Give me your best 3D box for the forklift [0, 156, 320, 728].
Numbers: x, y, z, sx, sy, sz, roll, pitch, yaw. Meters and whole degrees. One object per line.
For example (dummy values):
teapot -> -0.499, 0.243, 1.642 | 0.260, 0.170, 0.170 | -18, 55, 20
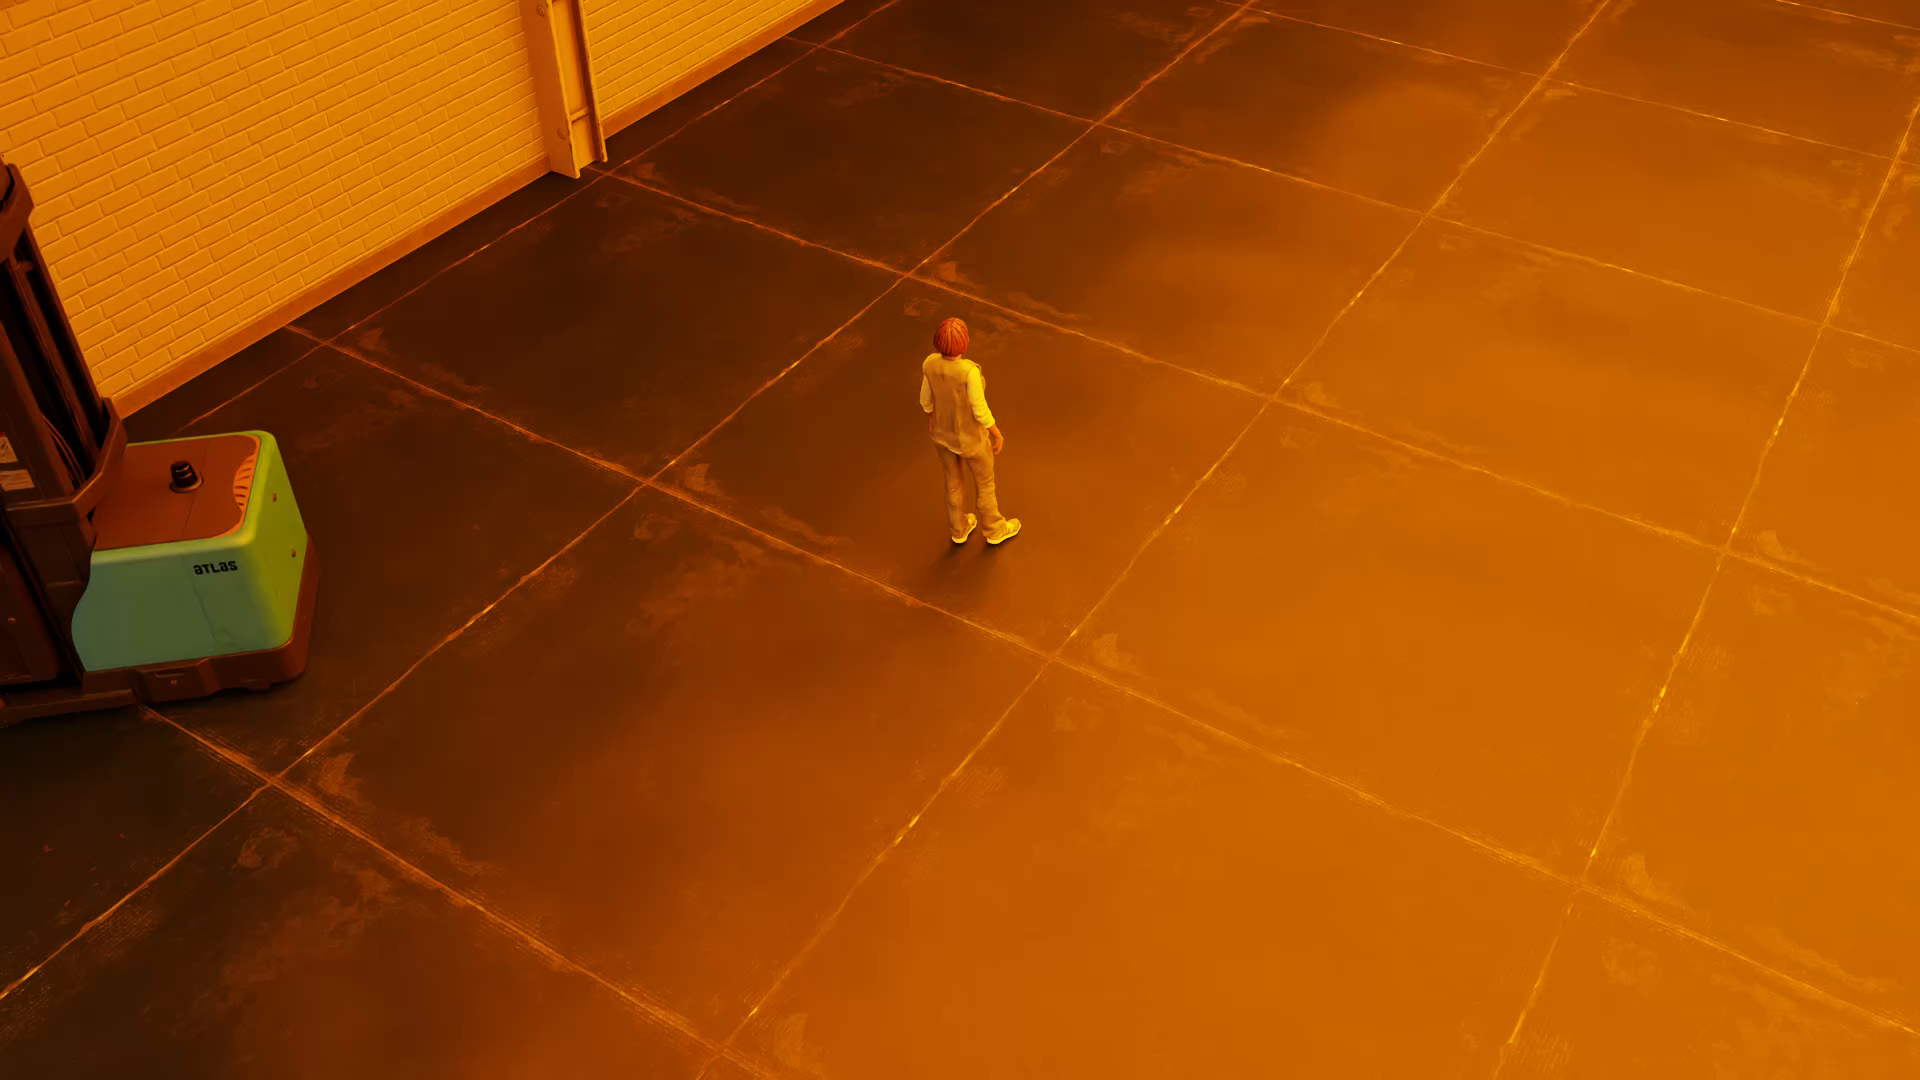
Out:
forklift -> -5.226, -0.443, 8.489 | 3.031, 2.935, 1.130 | -7, 41, -8

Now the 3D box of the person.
person -> 0.051, -0.650, 9.754 | 0.520, 1.597, 0.475 | 22, 45, 24
